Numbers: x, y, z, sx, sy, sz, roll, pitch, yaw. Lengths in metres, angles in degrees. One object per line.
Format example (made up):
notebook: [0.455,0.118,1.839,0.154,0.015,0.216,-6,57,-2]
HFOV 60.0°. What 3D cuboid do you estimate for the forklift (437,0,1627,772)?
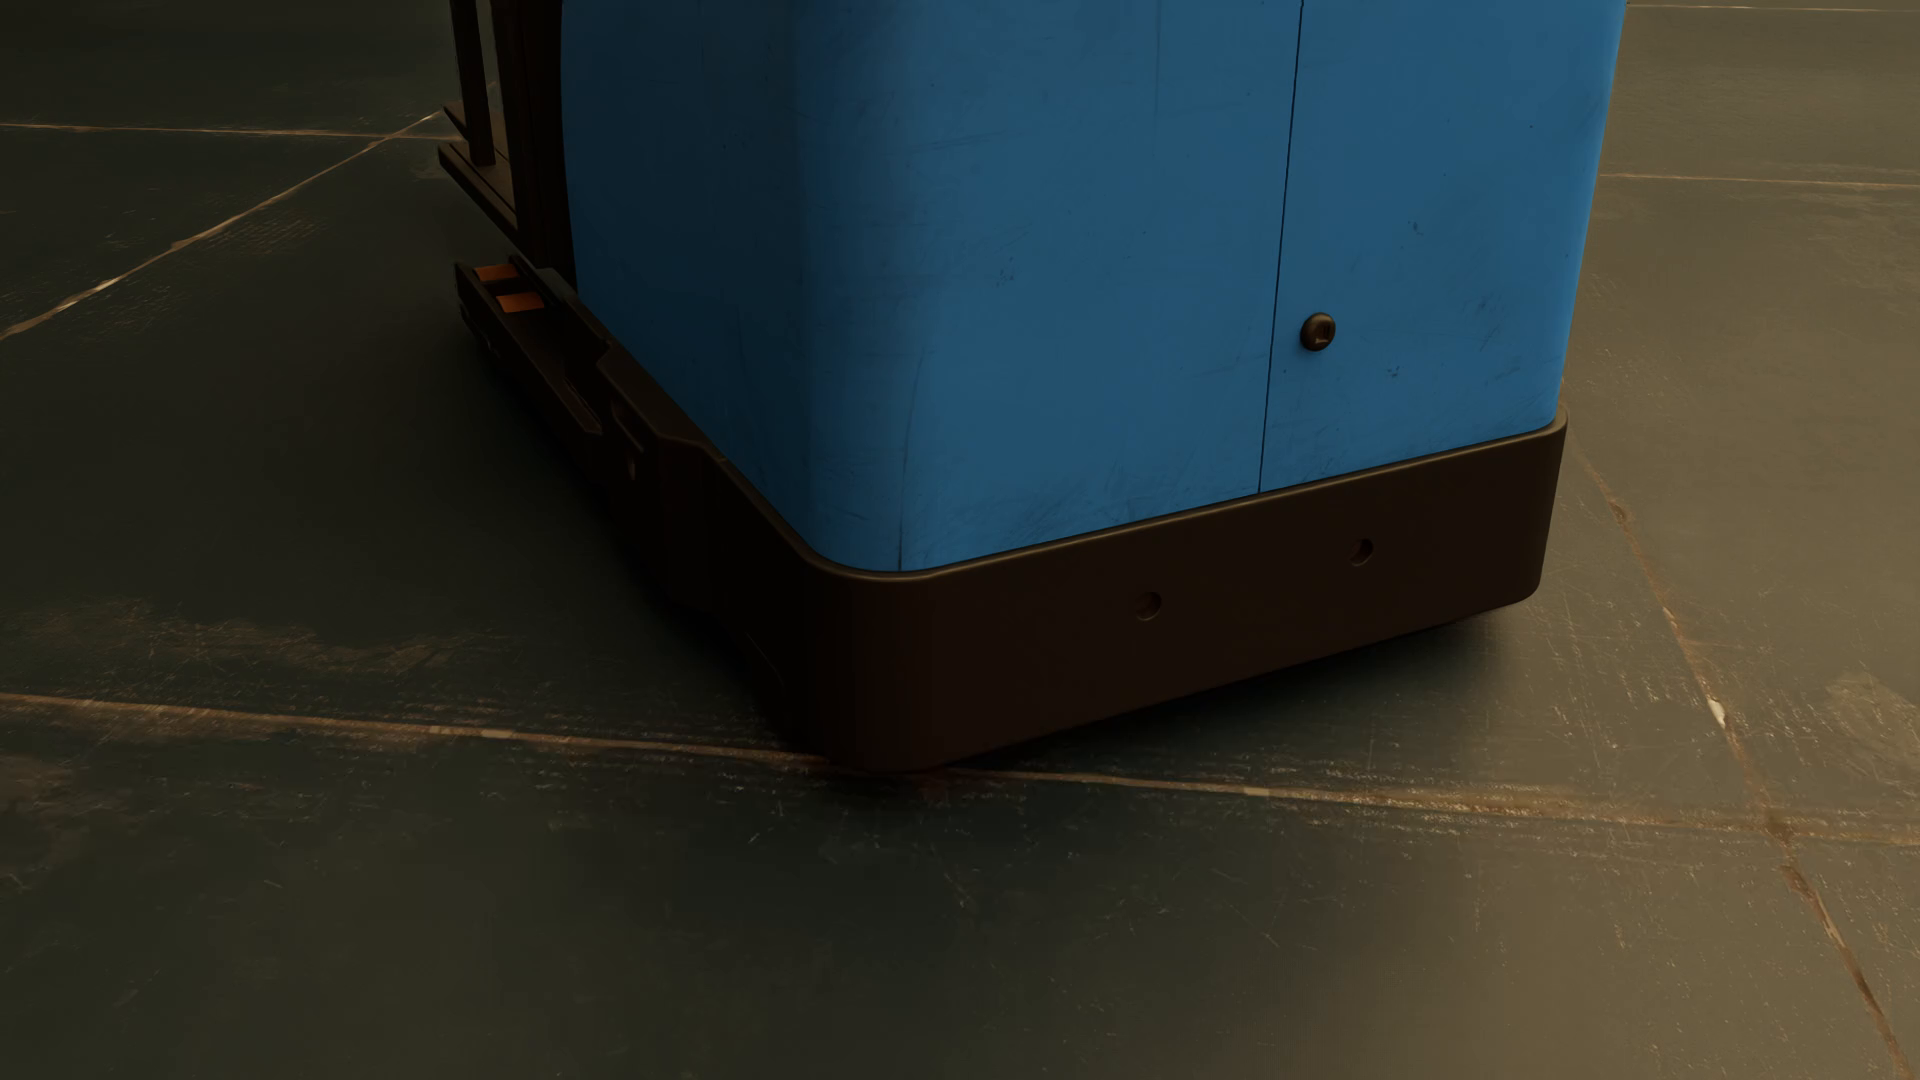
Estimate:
forklift: [-0.328,-1.685,2.594,1.130,2.935,3.031,-13,29,-24]
